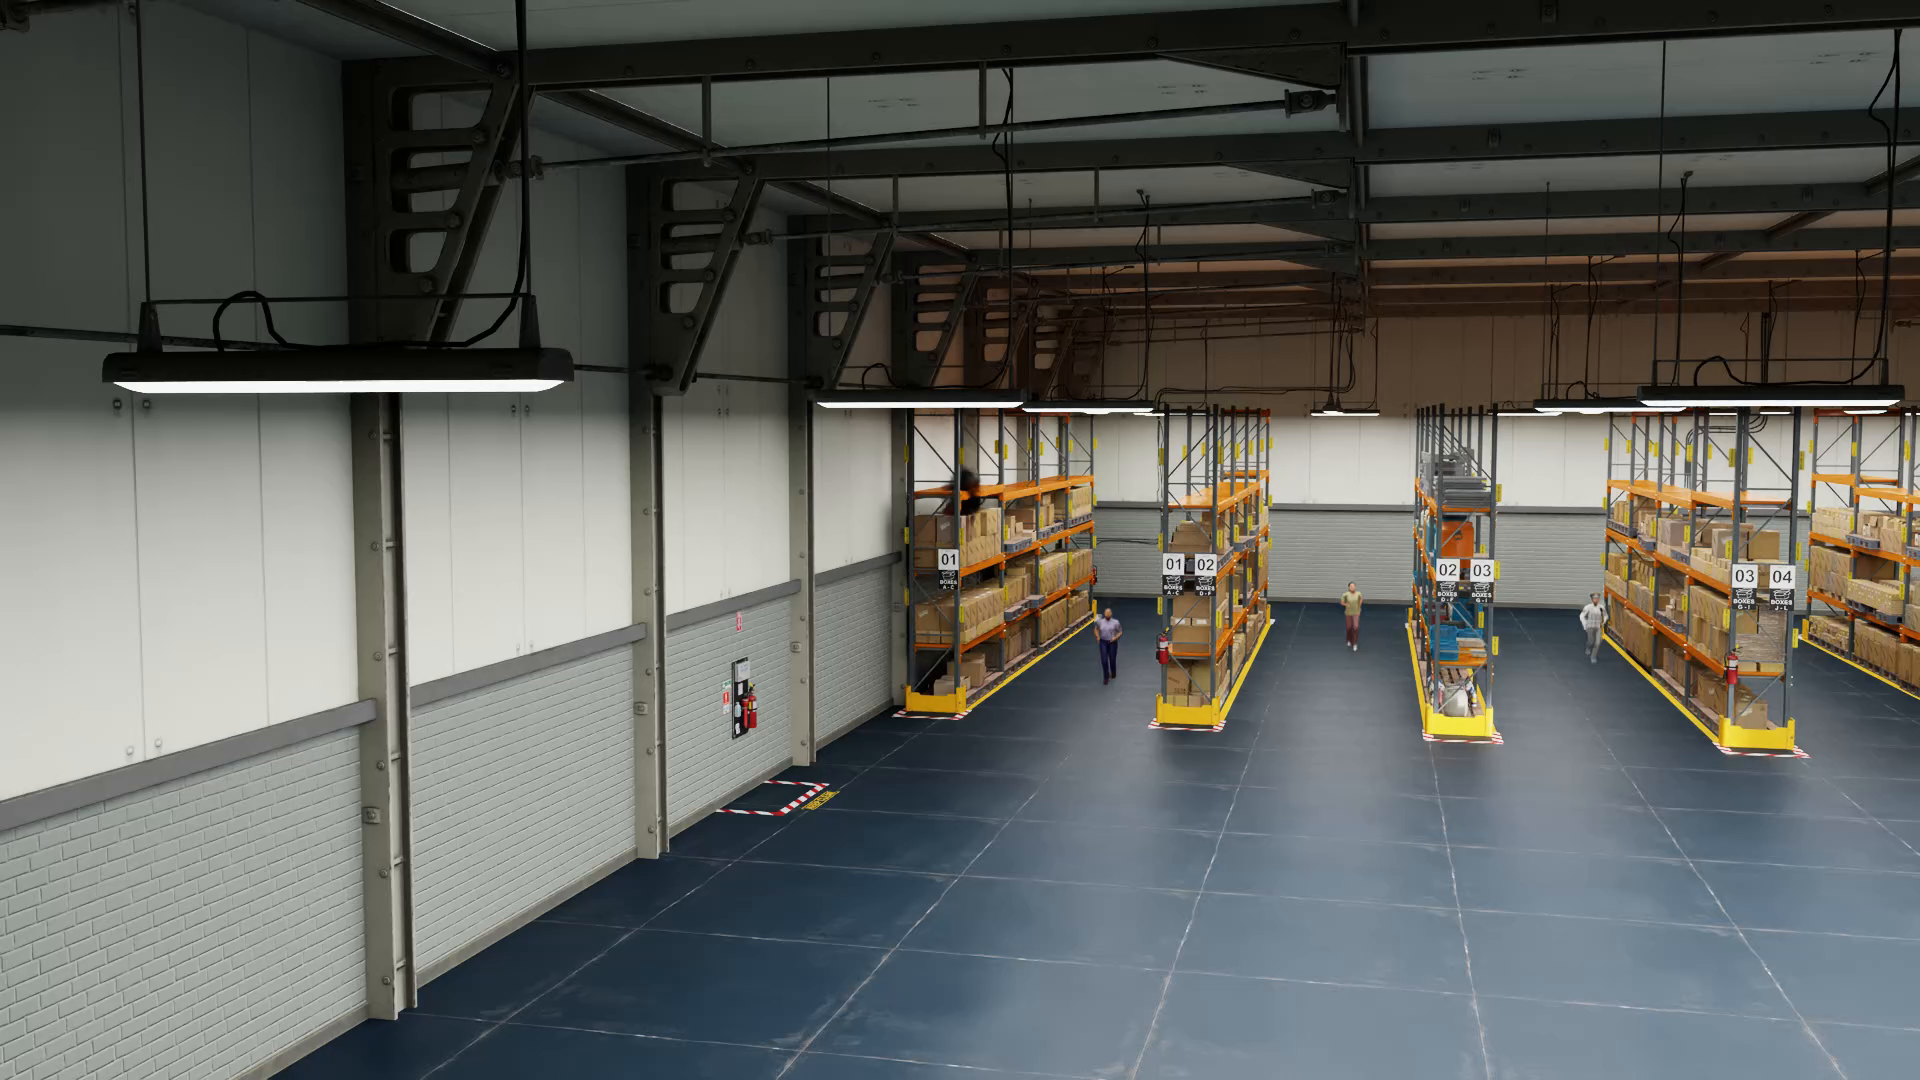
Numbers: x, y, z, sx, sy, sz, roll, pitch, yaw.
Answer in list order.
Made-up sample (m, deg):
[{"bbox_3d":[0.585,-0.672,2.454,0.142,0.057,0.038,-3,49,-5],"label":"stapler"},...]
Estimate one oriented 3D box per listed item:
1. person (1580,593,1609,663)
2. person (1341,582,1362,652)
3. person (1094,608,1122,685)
[{"bbox_3d":[14.960,2.060,39.214,0.631,1.661,0.557,1,4,9],"label":"person"},{"bbox_3d":[9.730,1.871,41.344,0.529,1.696,0.887,1,4,13],"label":"person"},{"bbox_3d":[3.209,2.293,36.096,0.613,1.629,0.705,1,4,8],"label":"person"}]
